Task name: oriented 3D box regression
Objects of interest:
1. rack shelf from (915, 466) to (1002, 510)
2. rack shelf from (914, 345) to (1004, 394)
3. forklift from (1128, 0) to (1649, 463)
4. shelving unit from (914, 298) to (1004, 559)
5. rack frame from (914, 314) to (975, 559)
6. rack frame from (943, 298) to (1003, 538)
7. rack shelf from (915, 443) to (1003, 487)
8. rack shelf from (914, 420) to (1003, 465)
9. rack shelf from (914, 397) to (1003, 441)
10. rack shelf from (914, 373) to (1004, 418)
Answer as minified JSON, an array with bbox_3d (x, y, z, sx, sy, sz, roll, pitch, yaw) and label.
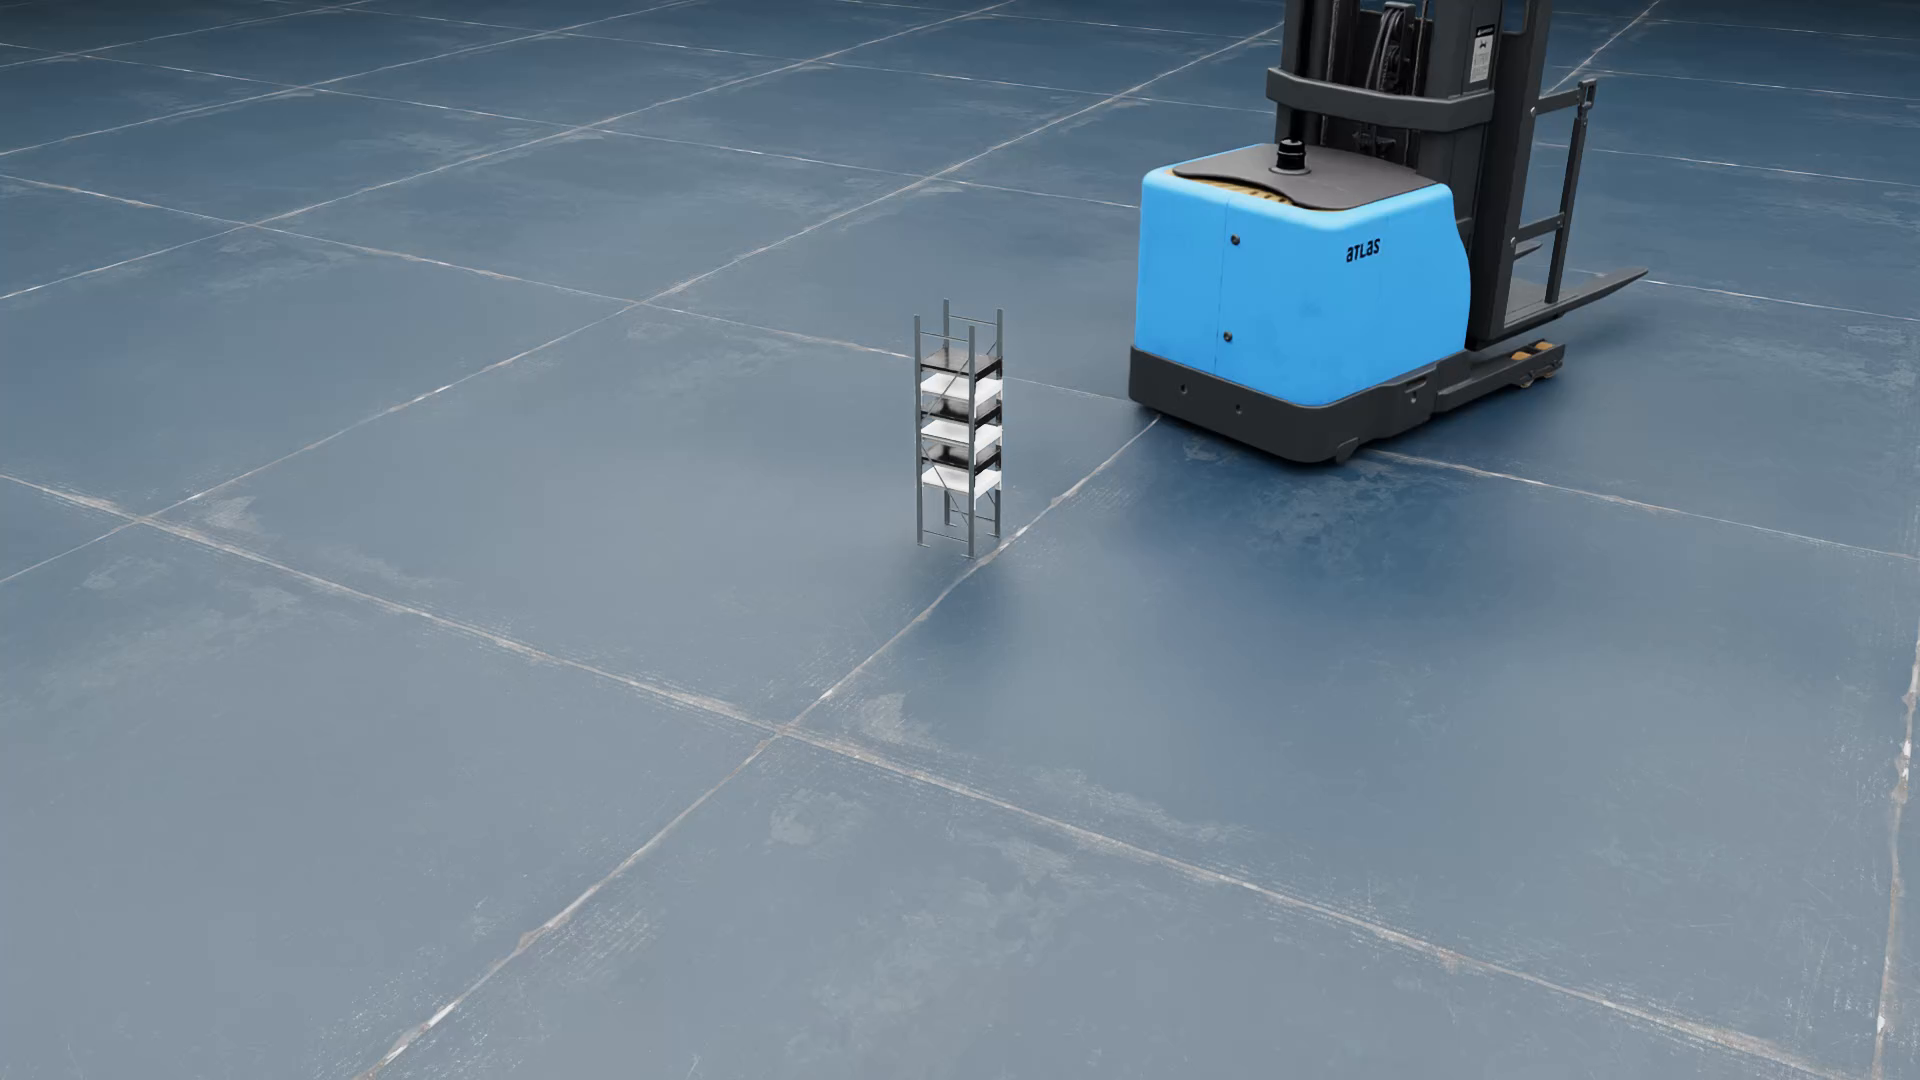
[{"bbox_3d":[-0.004,-0.208,6.138,0.258,0.077,0.200,14,30,26],"label":"rack shelf"},{"bbox_3d":[-0.004,-0.611,5.936,0.258,0.077,0.200,14,30,26],"label":"rack shelf"},{"bbox_3d":[2.183,-2.163,7.298,3.031,2.935,1.130,-22,34,-36],"label":"forklift"},{"bbox_3d":[-0.004,-0.399,6.042,0.258,0.900,0.210,14,30,26],"label":"shelving unit"},{"bbox_3d":[-0.054,-0.360,5.963,0.240,0.900,0.006,14,30,26],"label":"rack frame"},{"bbox_3d":[0.046,-0.439,6.121,0.240,0.900,0.006,14,30,26],"label":"rack frame"},{"bbox_3d":[-0.004,-0.289,6.097,0.258,0.077,0.200,14,30,26],"label":"rack shelf"},{"bbox_3d":[-0.004,-0.369,6.057,0.258,0.077,0.200,14,30,26],"label":"rack shelf"},{"bbox_3d":[-0.004,-0.450,6.017,0.258,0.077,0.200,14,30,26],"label":"rack shelf"},{"bbox_3d":[-0.004,-0.530,5.977,0.258,0.077,0.200,14,30,26],"label":"rack shelf"}]
